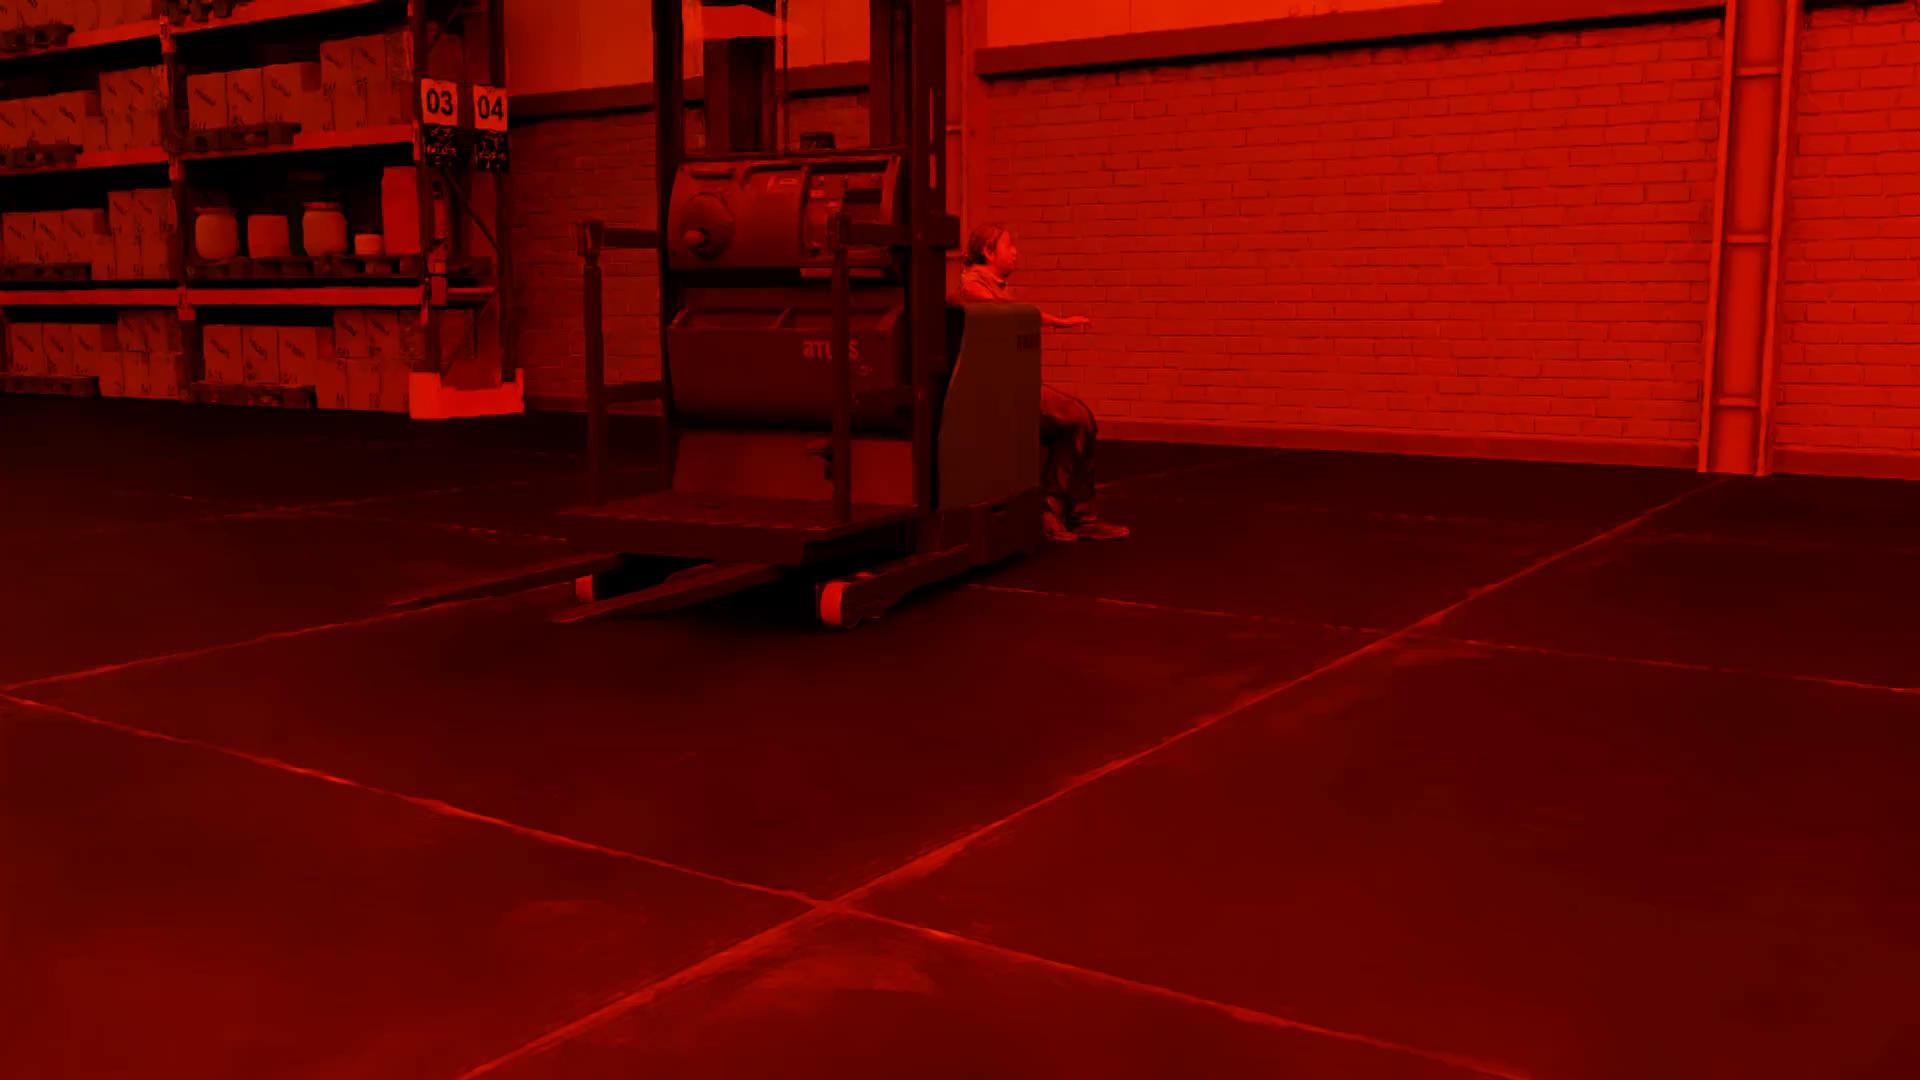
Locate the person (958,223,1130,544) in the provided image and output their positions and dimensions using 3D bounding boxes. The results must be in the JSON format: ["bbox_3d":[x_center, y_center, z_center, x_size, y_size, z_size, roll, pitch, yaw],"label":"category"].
[{"bbox_3d":[0.382,-0.691,7.419,0.788,1.406,1.009,0,8,-1],"label":"person"}]

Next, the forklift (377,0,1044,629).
[{"bbox_3d":[-0.726,-1.223,5.791,1.130,2.935,3.031,4,9,25],"label":"forklift"}]
